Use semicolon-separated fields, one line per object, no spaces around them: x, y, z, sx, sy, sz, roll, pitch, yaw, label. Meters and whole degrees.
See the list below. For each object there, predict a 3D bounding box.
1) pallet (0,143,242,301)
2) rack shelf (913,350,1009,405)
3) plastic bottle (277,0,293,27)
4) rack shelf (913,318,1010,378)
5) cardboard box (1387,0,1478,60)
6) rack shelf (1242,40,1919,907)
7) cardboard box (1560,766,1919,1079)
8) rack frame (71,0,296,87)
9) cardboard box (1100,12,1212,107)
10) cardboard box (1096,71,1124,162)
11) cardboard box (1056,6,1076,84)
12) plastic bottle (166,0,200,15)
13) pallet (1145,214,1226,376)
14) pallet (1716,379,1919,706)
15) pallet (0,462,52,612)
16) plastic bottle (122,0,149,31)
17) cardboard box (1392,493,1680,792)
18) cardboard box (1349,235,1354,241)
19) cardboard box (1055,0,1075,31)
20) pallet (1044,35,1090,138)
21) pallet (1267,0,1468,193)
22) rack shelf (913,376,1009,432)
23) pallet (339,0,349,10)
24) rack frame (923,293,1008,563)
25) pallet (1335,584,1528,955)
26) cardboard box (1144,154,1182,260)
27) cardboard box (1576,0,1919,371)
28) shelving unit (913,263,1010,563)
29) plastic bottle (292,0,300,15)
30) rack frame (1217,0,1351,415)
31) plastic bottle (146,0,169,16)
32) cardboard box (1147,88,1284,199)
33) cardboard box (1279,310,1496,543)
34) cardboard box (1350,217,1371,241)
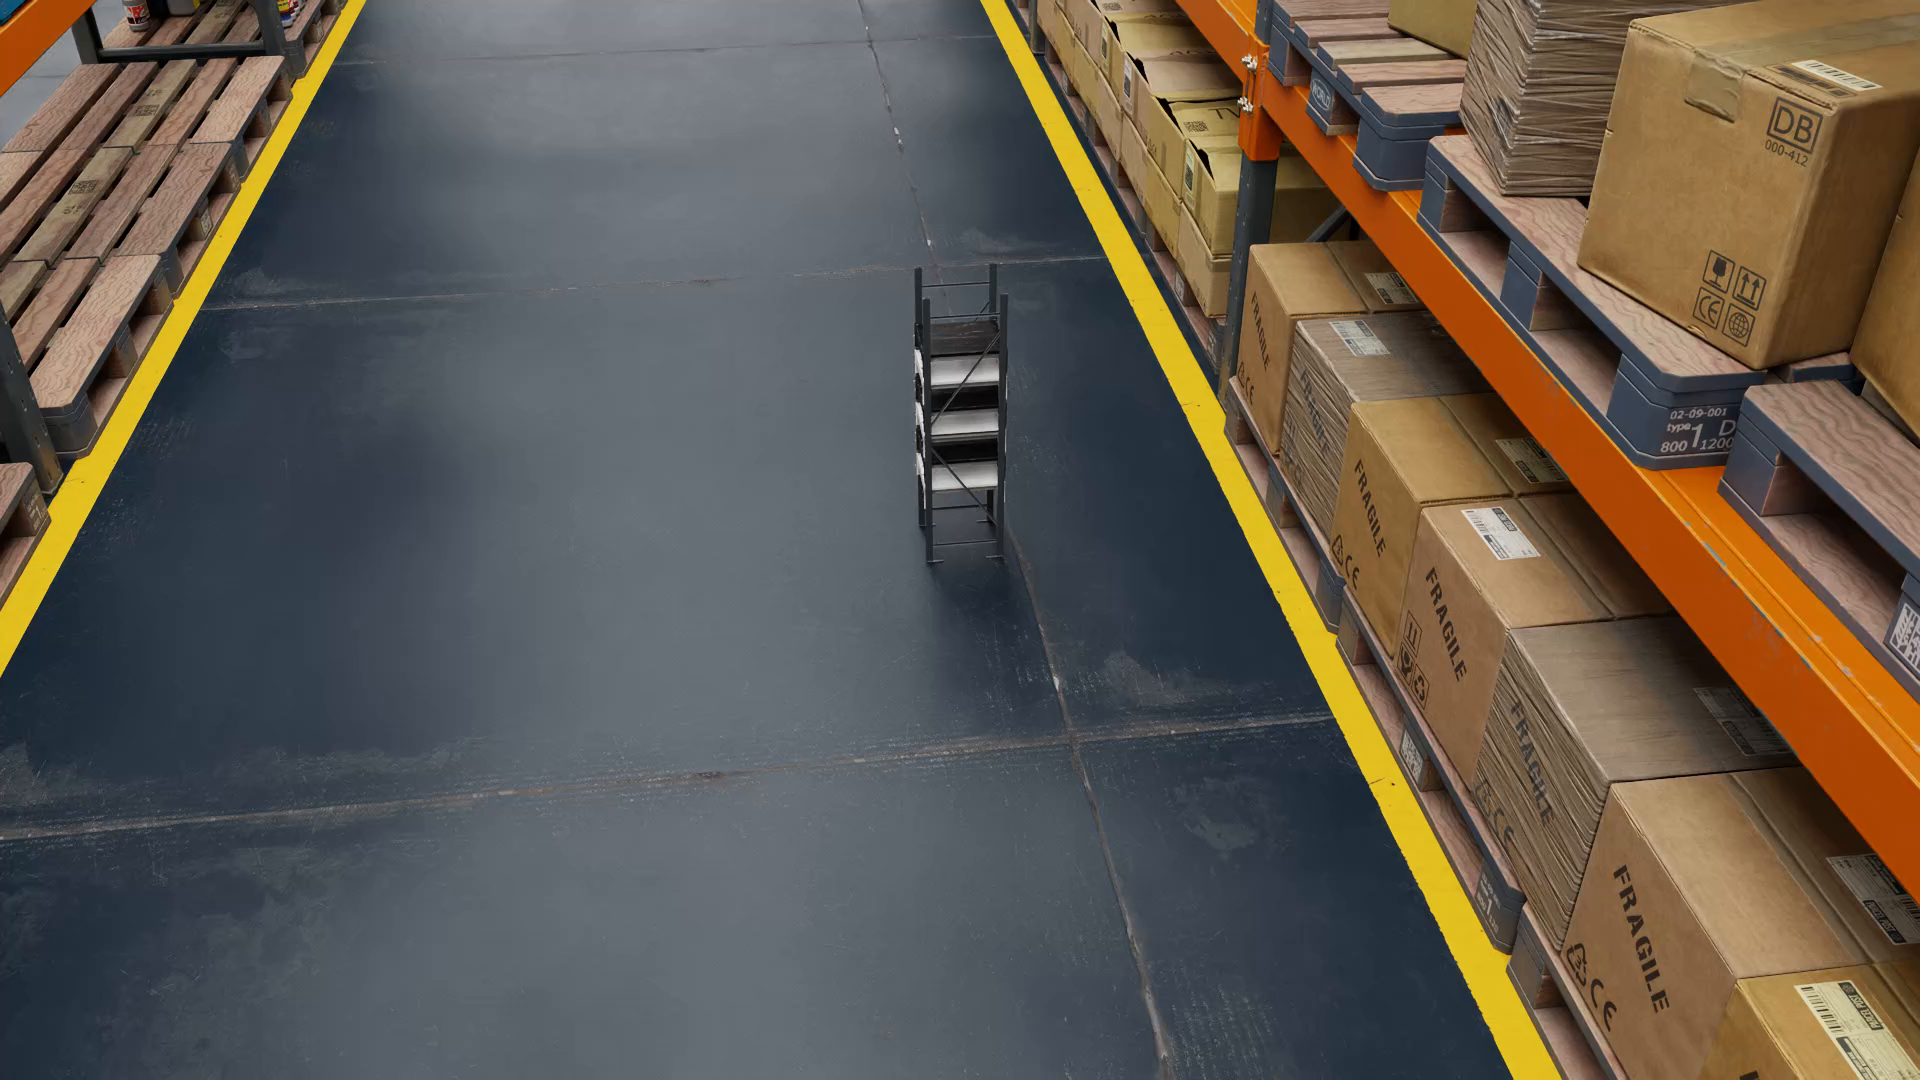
-3.705;-1.339;7.028;1.003;0.211;1.213;-4;35;-6;pallet
0.001;-0.489;4.907;0.258;0.077;0.200;-4;35;-6;rack shelf
-3.625;-2.875;8.837;0.097;0.271;0.097;0;34;0;plastic bottle
0.001;-0.563;4.857;0.258;0.077;0.200;-4;35;-6;rack shelf
1.627;-1.622;4.505;0.700;0.500;0.500;-16;37;-22;cardboard box
1.699;-0.337;3.719;1.077;0.370;4.000;-4;35;-6;rack shelf
1.560;0.803;3.237;0.500;0.500;0.500;-4;35;-6;cardboard box
-4.016;-3.609;7.882;1.000;3.000;0.127;-4;35;-6;rack frame
0.909;-2.144;7.303;0.500;0.311;0.500;-3;34;-5;cardboard box
0.908;-1.918;7.469;0.500;0.250;0.500;-4;34;-5;cardboard box
0.769;-2.490;8.309;0.500;0.250;0.500;-4;34;-5;cardboard box
-4.246;-3.045;9.016;0.144;0.351;0.185;-4;35;-6;plastic bottle
1.358;-1.060;6.618;1.003;0.211;1.213;-4;35;-6;pallet
1.969;0.107;2.600;1.003;0.211;1.213;-4;35;-6;pallet
-3.331;0.212;4.751;1.003;0.211;1.213;-4;35;-6;pallet
-4.374;-2.813;8.809;0.097;0.201;0.097;0;34;0;plastic bottle
1.422;0.240;4.064;0.500;0.500;0.500;-5;35;-8;cardboard box
1.651;-1.102;6.272;0.500;0.250;0.500;-4;35;-7;cardboard box
0.763;-2.722;8.151;0.500;0.311;0.500;-5;35;-7;cardboard box
1.030;-2.422;8.616;1.003;0.211;1.213;-4;35;-6;pallet
1.591;-1.298;4.661;1.213;0.211;1.003;-4;35;-6;pallet
0.001;-0.414;4.958;0.258;0.077;0.200;-4;35;-6;rack shelf
-4.233;-3.517;10.223;1.003;0.211;1.213;-4;35;-6;pallet
0.015;-0.311;4.907;0.240;0.900;0.006;-4;35;-6;rack frame
1.654;0.501;4.327;1.003;0.211;1.213;-4;35;-6;pallet
1.045;-1.350;6.636;0.500;0.250;0.500;-5;35;-7;cardboard box
1.670;-0.714;3.172;0.700;0.500;0.500;-13;36;-18;cardboard box
0.001;-0.367;4.990;0.258;0.900;0.210;-4;35;-6;shelving unit
-3.652;-2.959;9.023;0.097;0.201;0.097;0;34;0;plastic bottle
1.430;-1.750;5.154;1.000;3.000;0.127;-4;35;-6;rack frame
-4.389;-3.034;9.000;0.144;0.351;0.185;-5;35;-8;plastic bottle
1.039;-1.582;6.479;0.500;0.311;0.500;-5;35;-7;cardboard box
1.284;-0.332;4.902;0.500;0.500;0.500;-6;35;-8;cardboard box
1.651;-1.334;6.114;0.500;0.311;0.500;-3;34;-5;cardboard box
